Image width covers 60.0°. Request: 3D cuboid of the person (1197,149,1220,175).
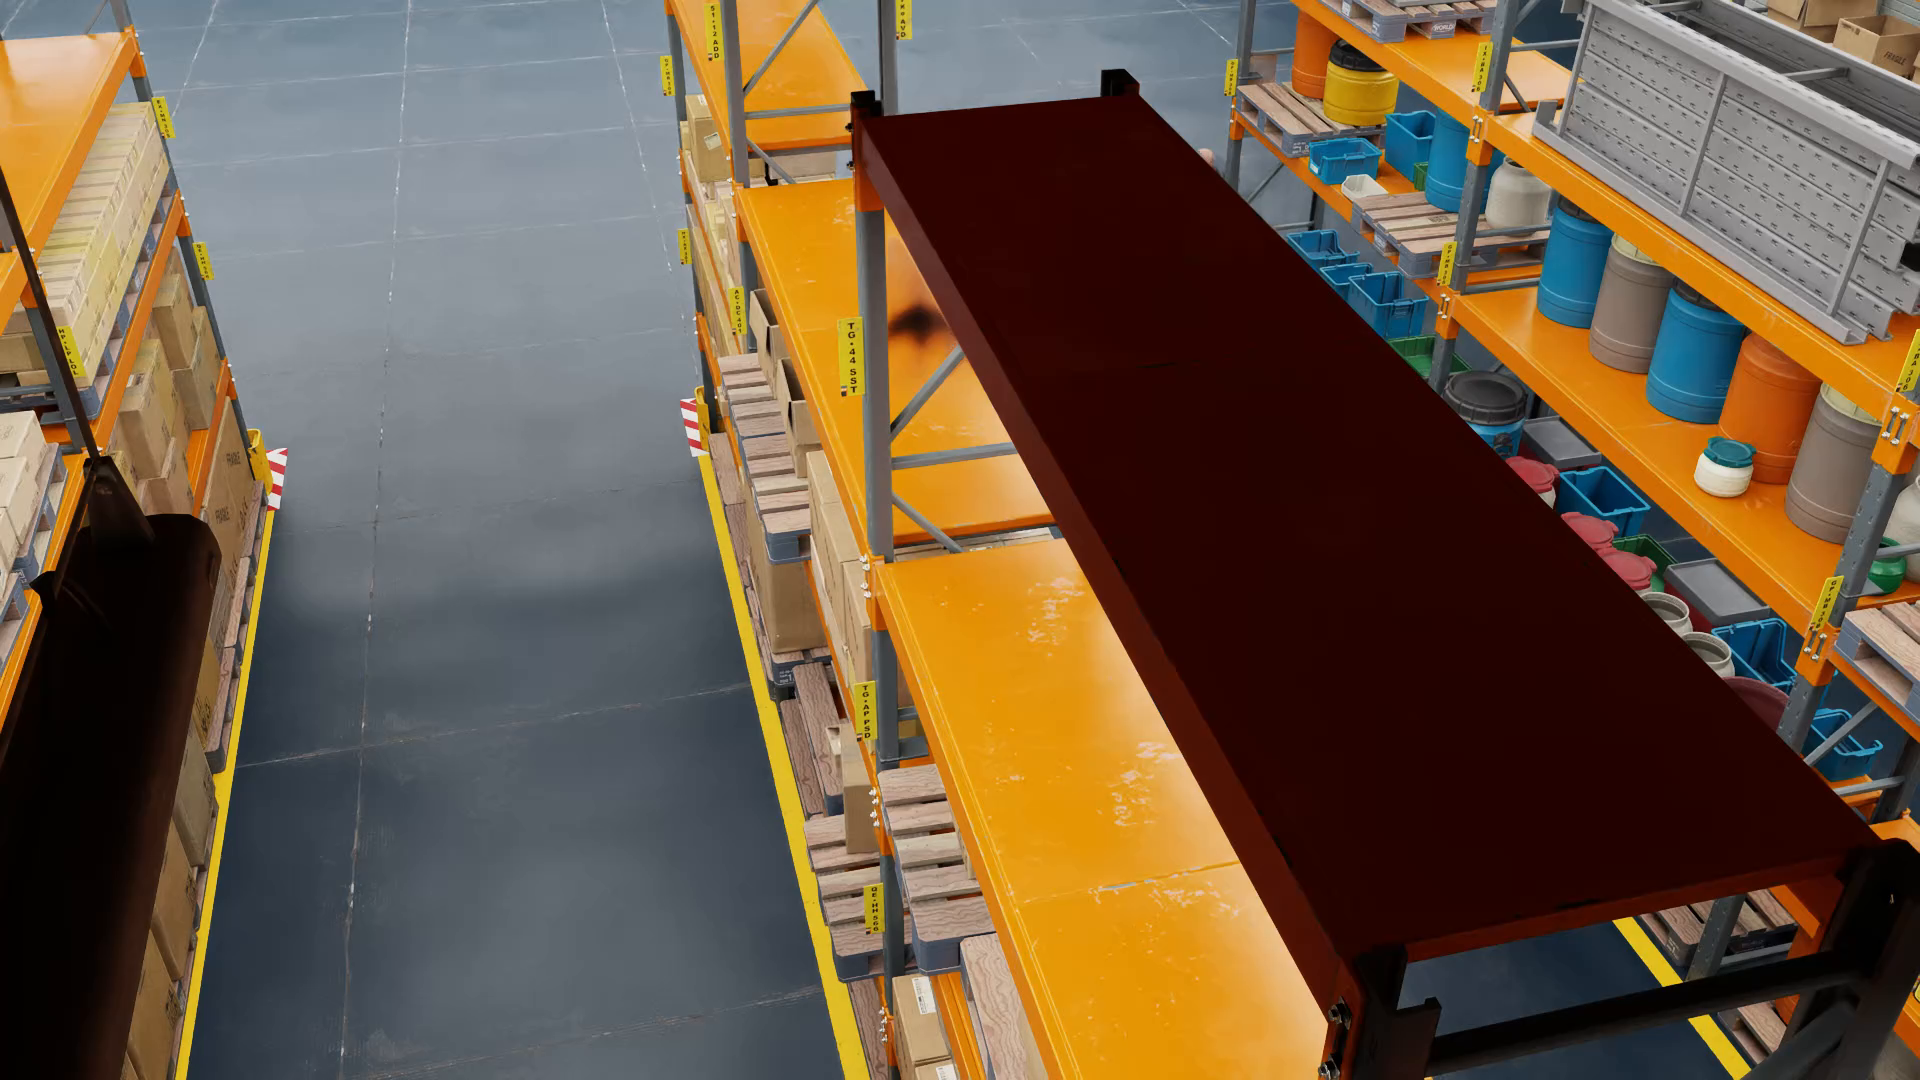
[{"bbox_3d":[2.480,-3.324,17.473,0.601,1.678,0.655,17,38,23],"label":"person"}]
